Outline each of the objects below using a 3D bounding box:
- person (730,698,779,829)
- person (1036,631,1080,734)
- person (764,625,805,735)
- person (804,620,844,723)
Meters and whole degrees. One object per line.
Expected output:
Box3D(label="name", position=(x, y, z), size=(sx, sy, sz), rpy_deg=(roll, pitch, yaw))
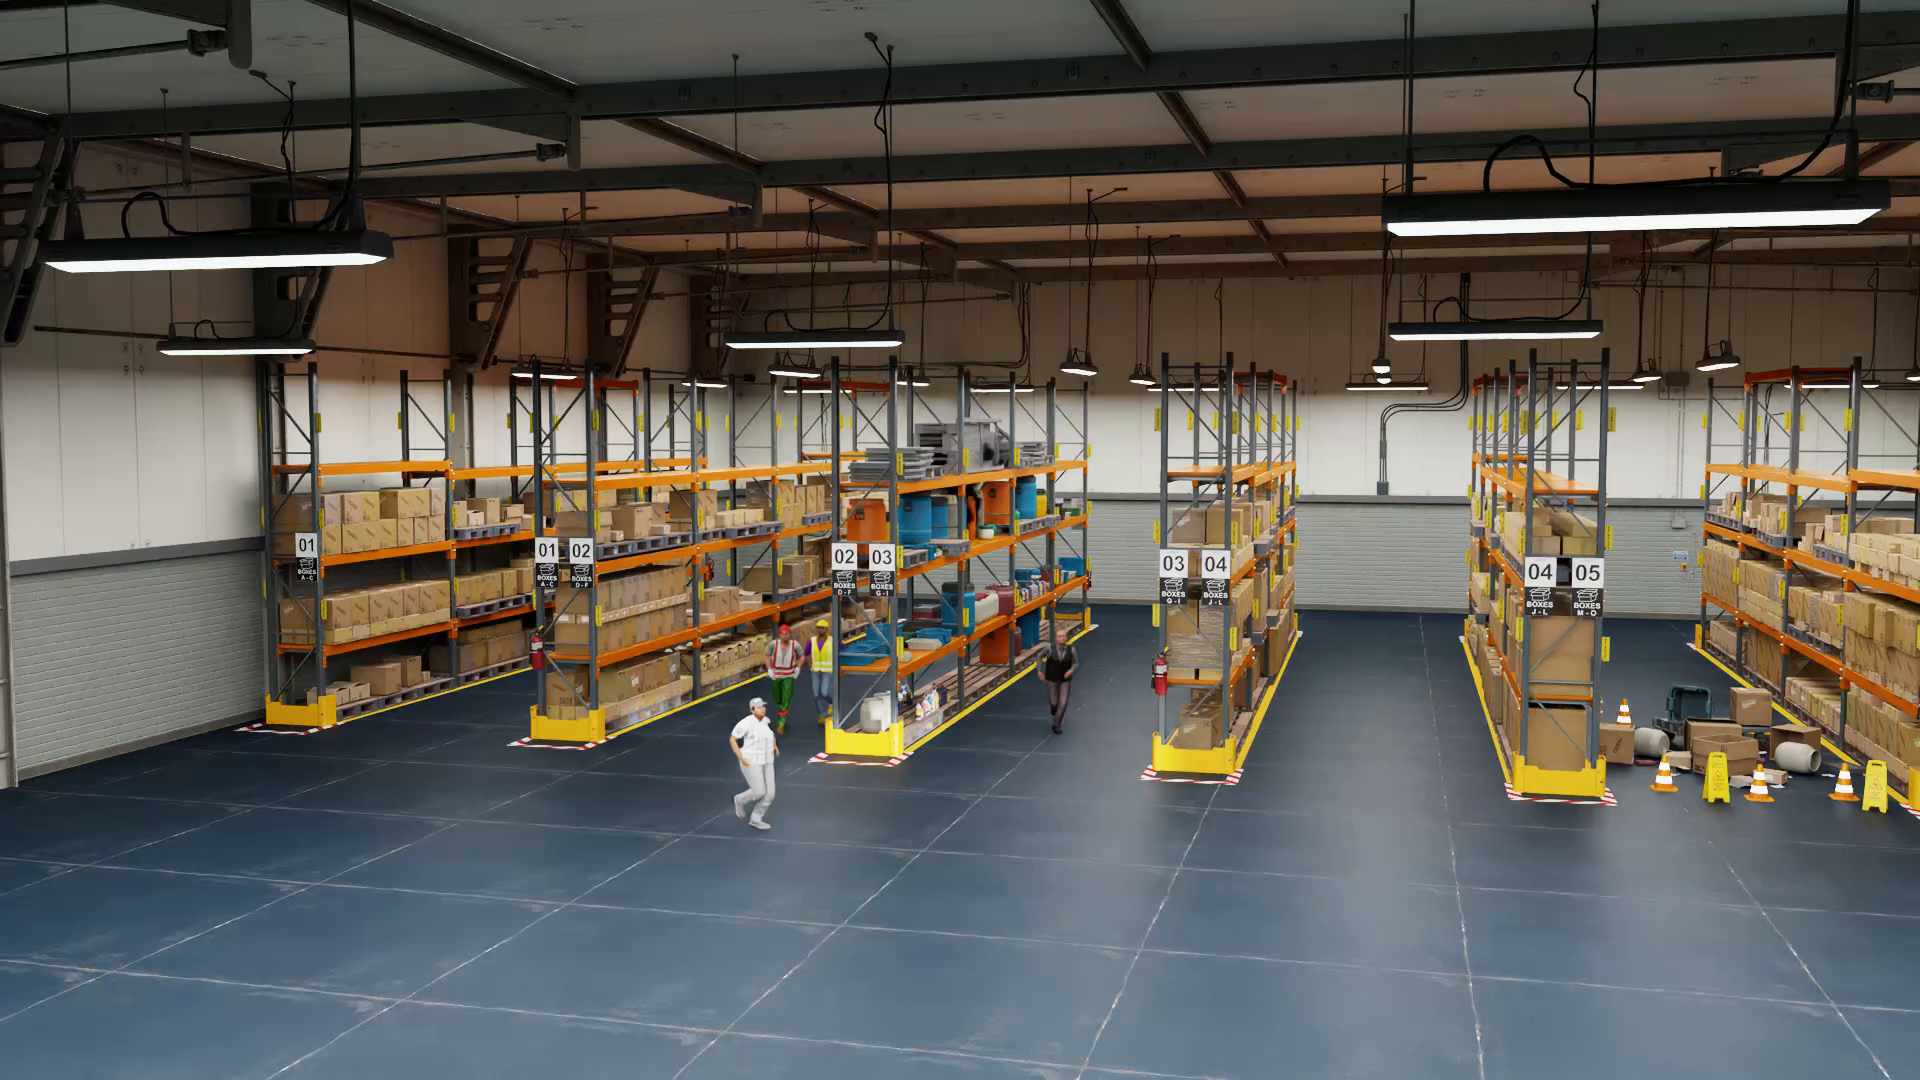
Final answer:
Box3D(label="person", position=(-2.484, 2.762, 20.508), size=(0.493, 1.611, 0.657), rpy_deg=(4, 6, 43))
Box3D(label="person", position=(1.565, 2.291, 26.938), size=(0.641, 1.678, 0.681), rpy_deg=(0, 4, -2))
Box3D(label="person", position=(-2.864, 2.237, 27.128), size=(0.659, 1.766, 0.986), rpy_deg=(0, 4, 0))
Box3D(label="person", position=(-2.293, 2.192, 27.736), size=(0.700, 1.720, 0.576), rpy_deg=(1, 4, 10))
